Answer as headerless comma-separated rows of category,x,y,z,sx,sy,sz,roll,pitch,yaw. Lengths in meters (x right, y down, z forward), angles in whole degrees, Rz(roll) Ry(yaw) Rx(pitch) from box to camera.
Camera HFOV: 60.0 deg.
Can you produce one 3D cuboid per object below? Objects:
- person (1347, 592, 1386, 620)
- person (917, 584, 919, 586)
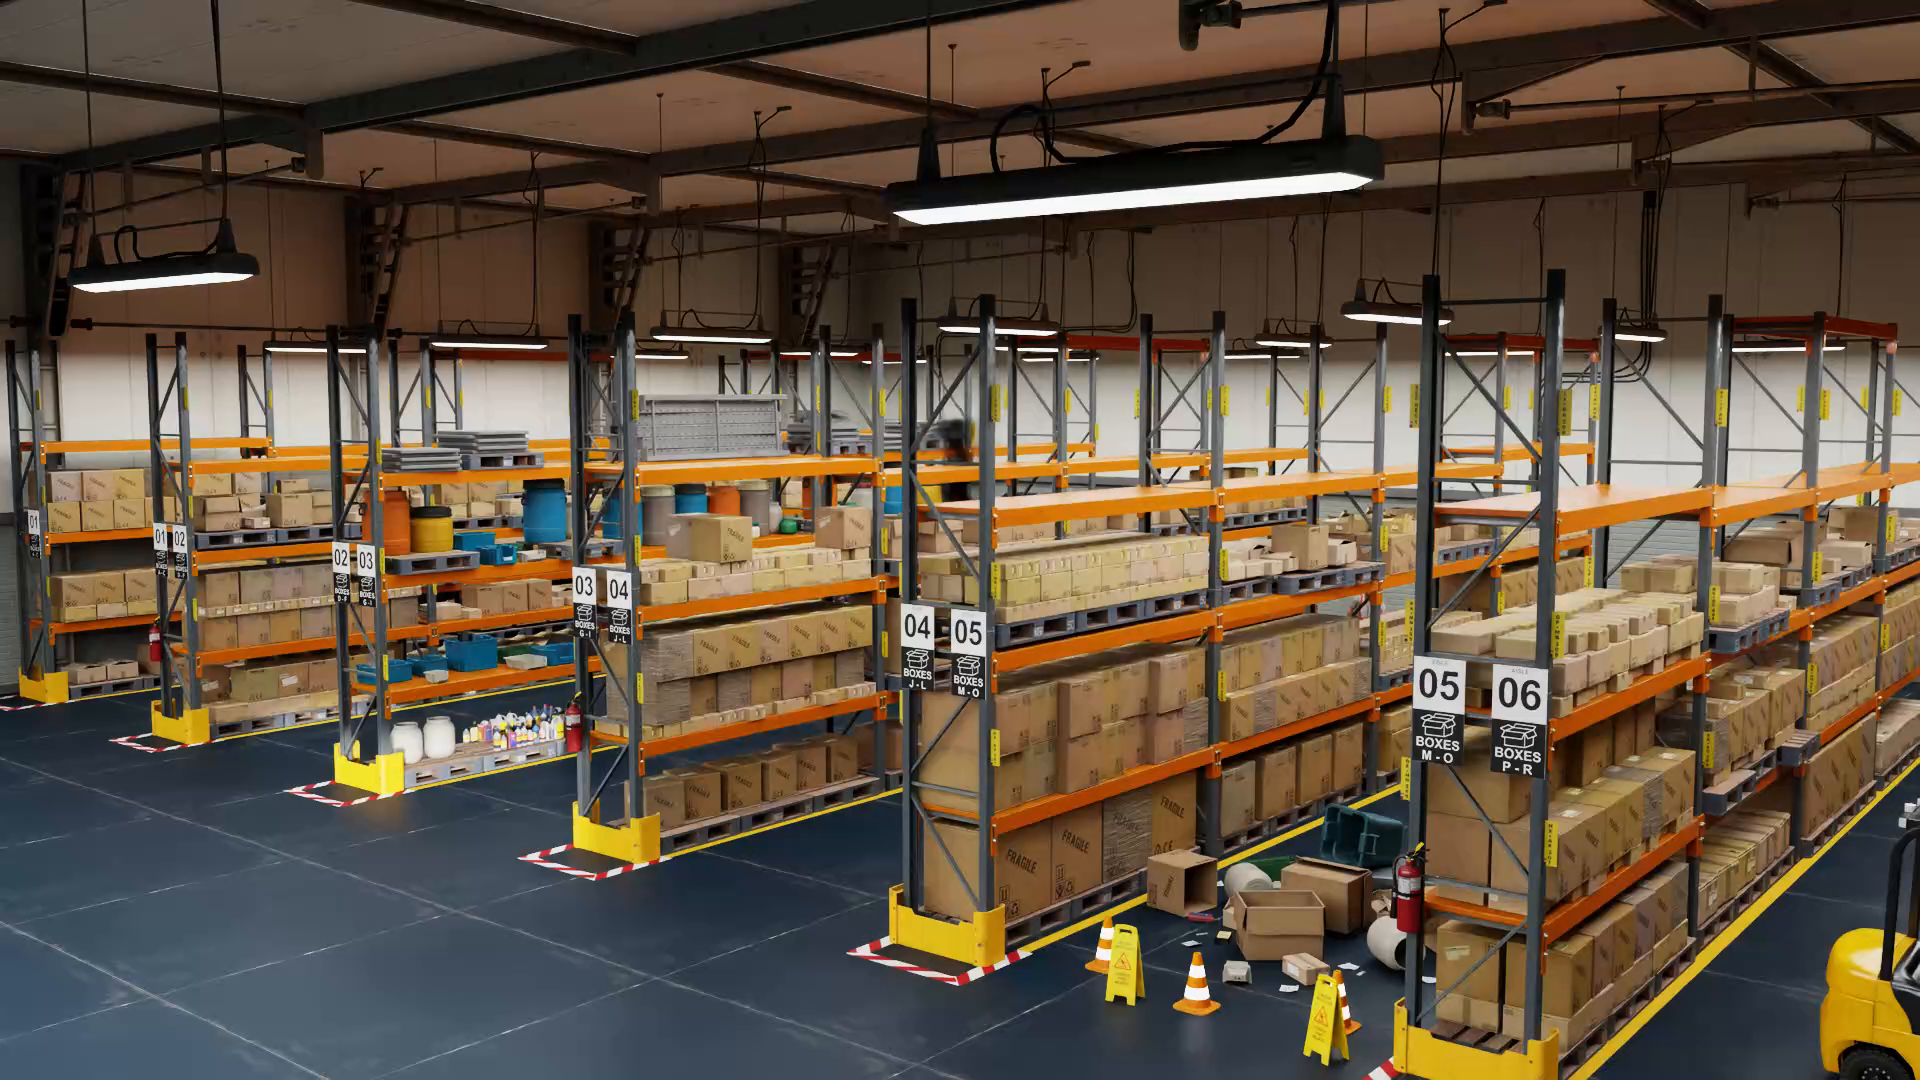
person,7.474,1.579,30.625,0.709,1.700,0.650,1,5,6
person,-0.734,1.309,34.486,0.657,1.493,0.987,2,6,22
